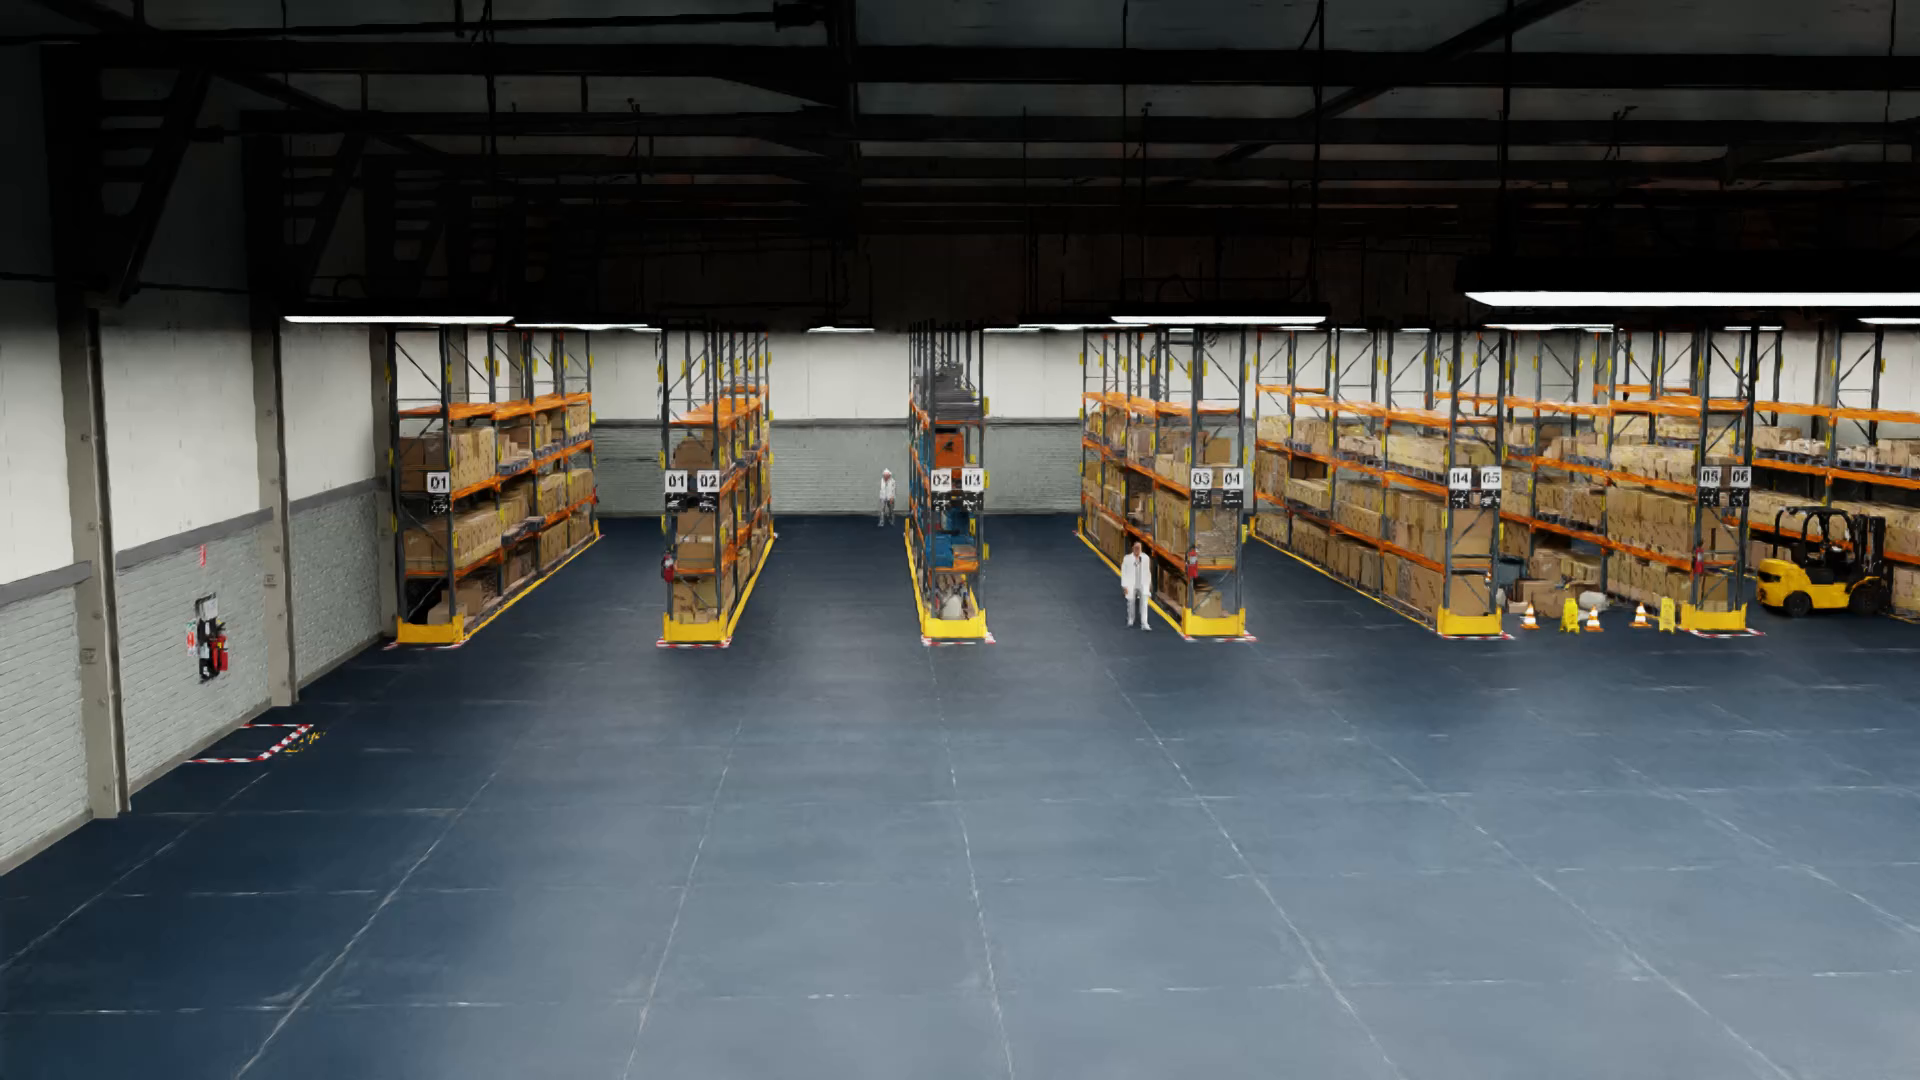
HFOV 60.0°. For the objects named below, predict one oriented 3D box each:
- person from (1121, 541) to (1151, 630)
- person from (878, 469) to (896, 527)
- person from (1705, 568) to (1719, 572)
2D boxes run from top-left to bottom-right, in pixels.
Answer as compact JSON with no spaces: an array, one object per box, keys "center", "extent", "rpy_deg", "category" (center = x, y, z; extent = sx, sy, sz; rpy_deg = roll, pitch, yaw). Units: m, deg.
[{"center":[3.441,0.864,32.376],"extent":[0.599,1.696,1.154],"rpy_deg":[0,7,1],"category":"person"},{"center":[-2.166,-1.270,49.670],"extent":[0.539,1.715,1.031],"rpy_deg":[1,7,5],"category":"person"},{"center":[16.124,0.480,35.799],"extent":[0.556,1.644,0.599],"rpy_deg":[4,8,29],"category":"person"}]
